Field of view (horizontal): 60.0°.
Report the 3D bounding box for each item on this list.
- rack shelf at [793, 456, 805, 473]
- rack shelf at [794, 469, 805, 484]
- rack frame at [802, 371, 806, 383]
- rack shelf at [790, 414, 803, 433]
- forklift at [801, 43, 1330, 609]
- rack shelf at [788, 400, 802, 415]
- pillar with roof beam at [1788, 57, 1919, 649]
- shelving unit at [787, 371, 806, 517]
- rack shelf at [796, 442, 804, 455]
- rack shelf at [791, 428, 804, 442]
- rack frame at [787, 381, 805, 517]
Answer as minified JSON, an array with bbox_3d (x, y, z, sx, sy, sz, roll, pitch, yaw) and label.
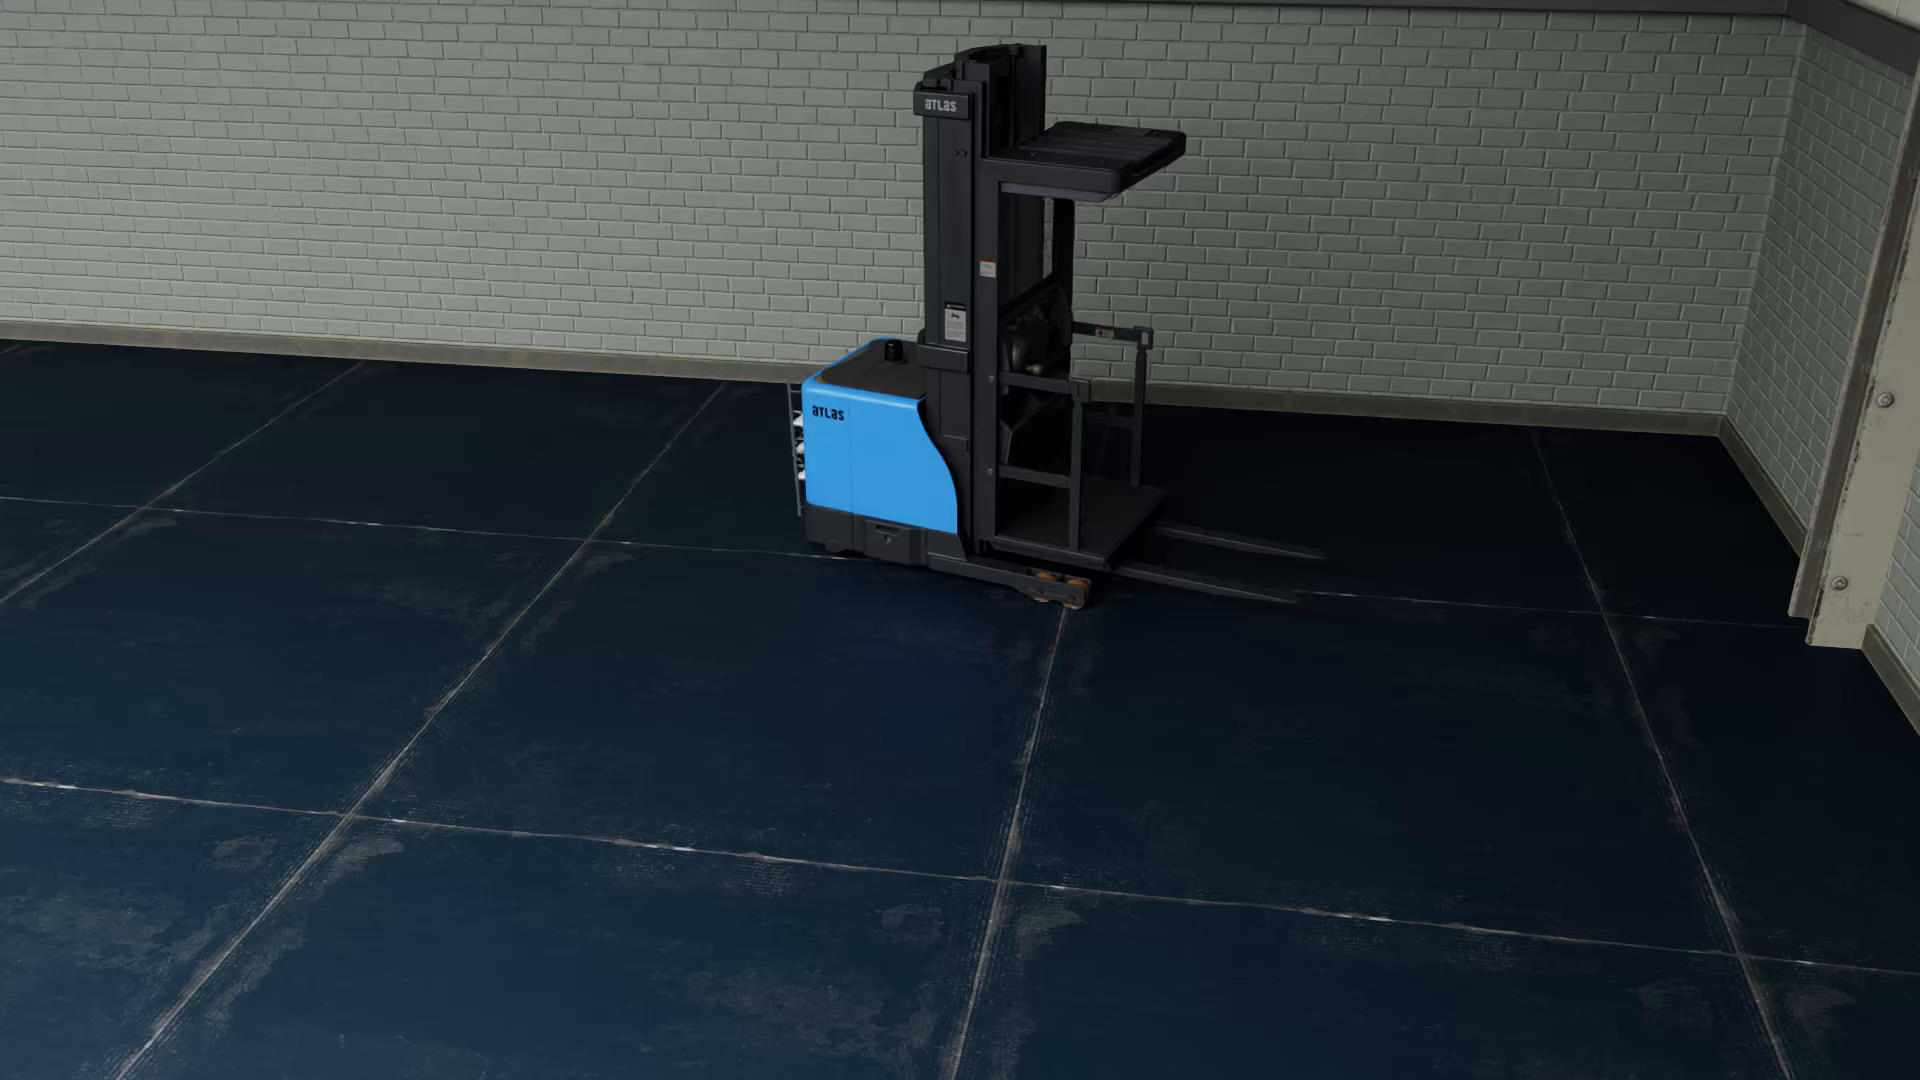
[{"bbox_3d":[-0.891,-0.478,10.487,0.258,0.077,0.200,7,26,21],"label":"rack shelf"},{"bbox_3d":[-0.887,-0.396,10.524,0.258,0.077,0.200,7,26,21],"label":"rack shelf"},{"bbox_3d":[-0.858,-0.631,10.522,0.240,0.900,0.006,7,26,21],"label":"rack frame"},{"bbox_3d":[-0.902,-0.725,10.377,0.258,0.077,0.200,7,26,21],"label":"rack shelf"},{"bbox_3d":[0.613,-1.192,9.339,3.031,2.935,1.130,11,27,23],"label":"forklift"},{"bbox_3d":[-0.905,-0.807,10.340,0.258,0.077,0.200,7,26,21],"label":"rack shelf"},{"bbox_3d":[0.542,-3.876,7.915,9.100,9.000,0.400,4,25,9],"label":"pillar with roof beam"},{"bbox_3d":[-0.896,-0.591,10.437,0.258,0.900,0.210,7,26,21],"label":"shelving unit"},{"bbox_3d":[-0.894,-0.560,10.451,0.258,0.077,0.200,7,26,21],"label":"rack shelf"},{"bbox_3d":[-0.898,-0.642,10.414,0.258,0.077,0.200,7,26,21],"label":"rack shelf"},{"bbox_3d":[-0.934,-0.551,10.352,0.240,0.900,0.006,7,26,21],"label":"rack frame"}]
